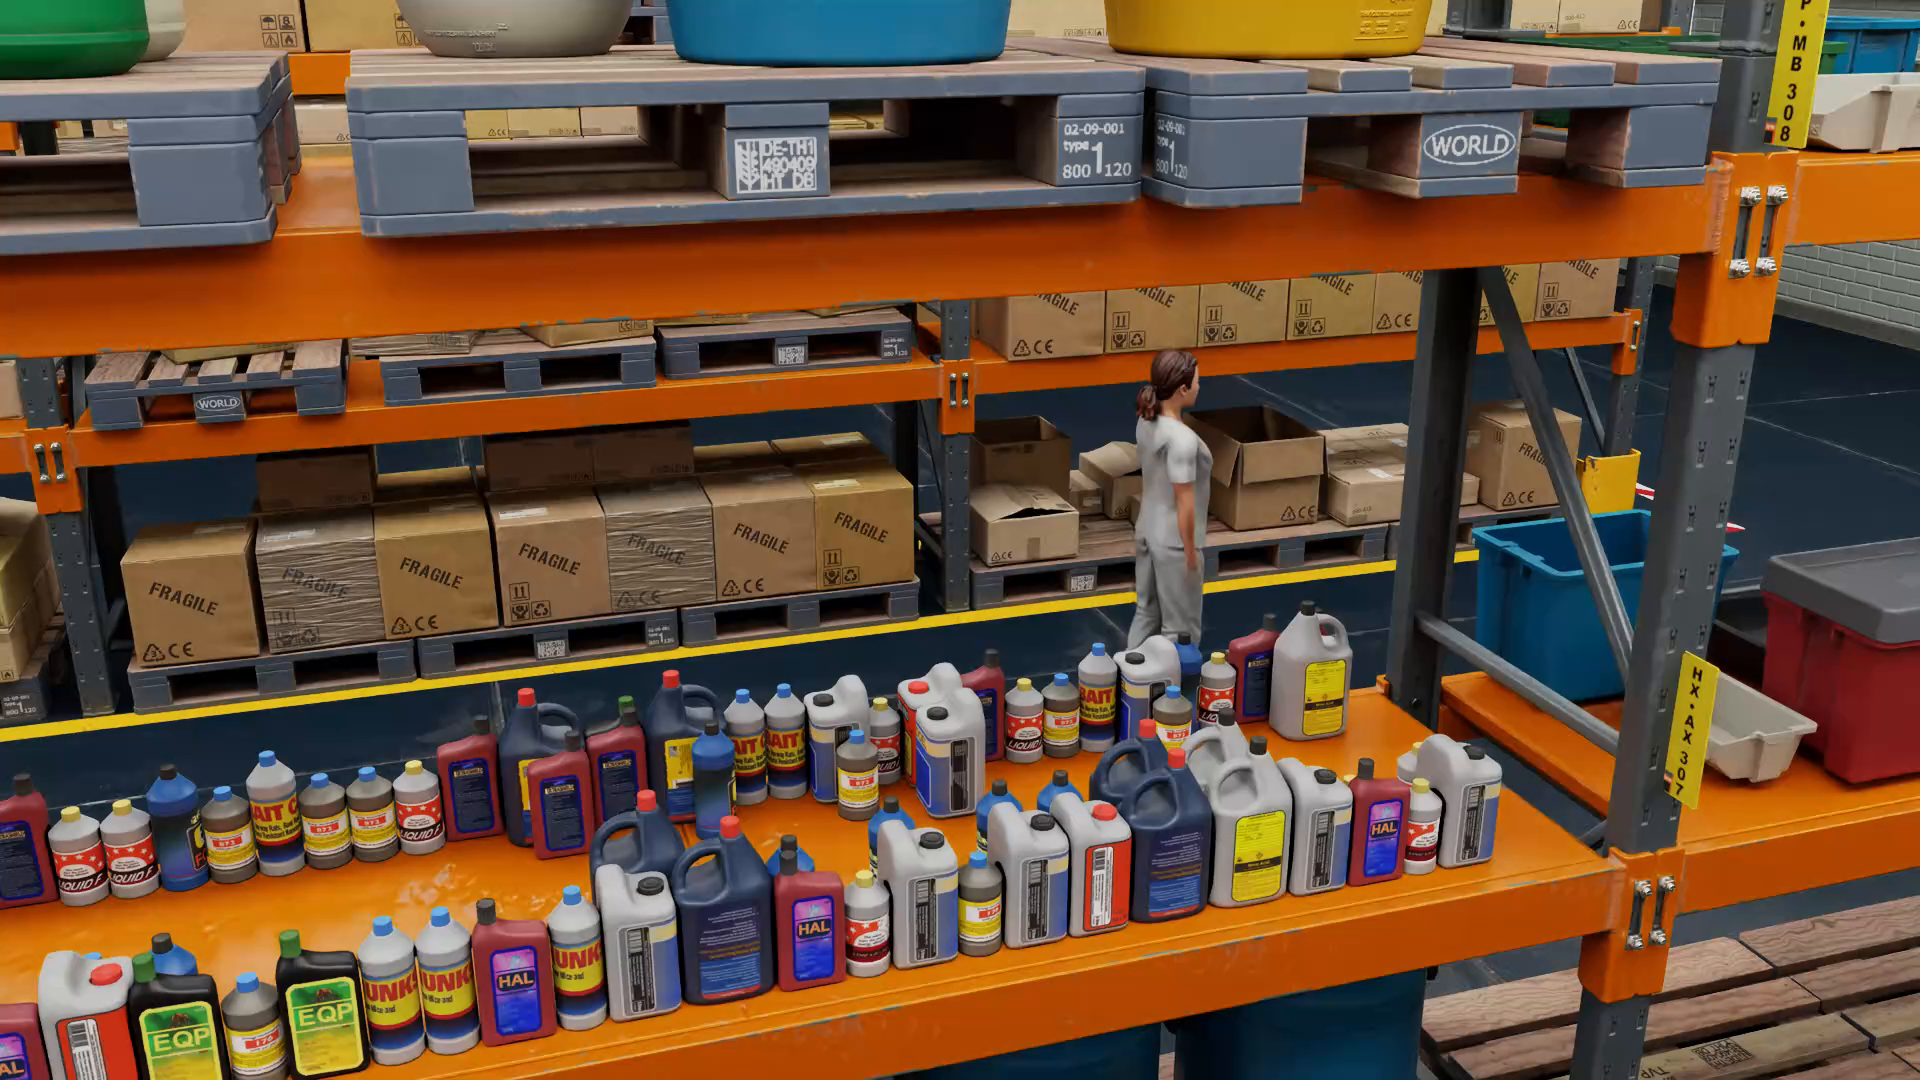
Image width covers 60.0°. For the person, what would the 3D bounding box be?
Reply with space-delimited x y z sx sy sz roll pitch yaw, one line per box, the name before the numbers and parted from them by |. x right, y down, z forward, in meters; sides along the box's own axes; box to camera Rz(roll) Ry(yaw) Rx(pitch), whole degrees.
person | 0.886 0.018 7.037 0.375 1.683 0.438 -6 20 -16
